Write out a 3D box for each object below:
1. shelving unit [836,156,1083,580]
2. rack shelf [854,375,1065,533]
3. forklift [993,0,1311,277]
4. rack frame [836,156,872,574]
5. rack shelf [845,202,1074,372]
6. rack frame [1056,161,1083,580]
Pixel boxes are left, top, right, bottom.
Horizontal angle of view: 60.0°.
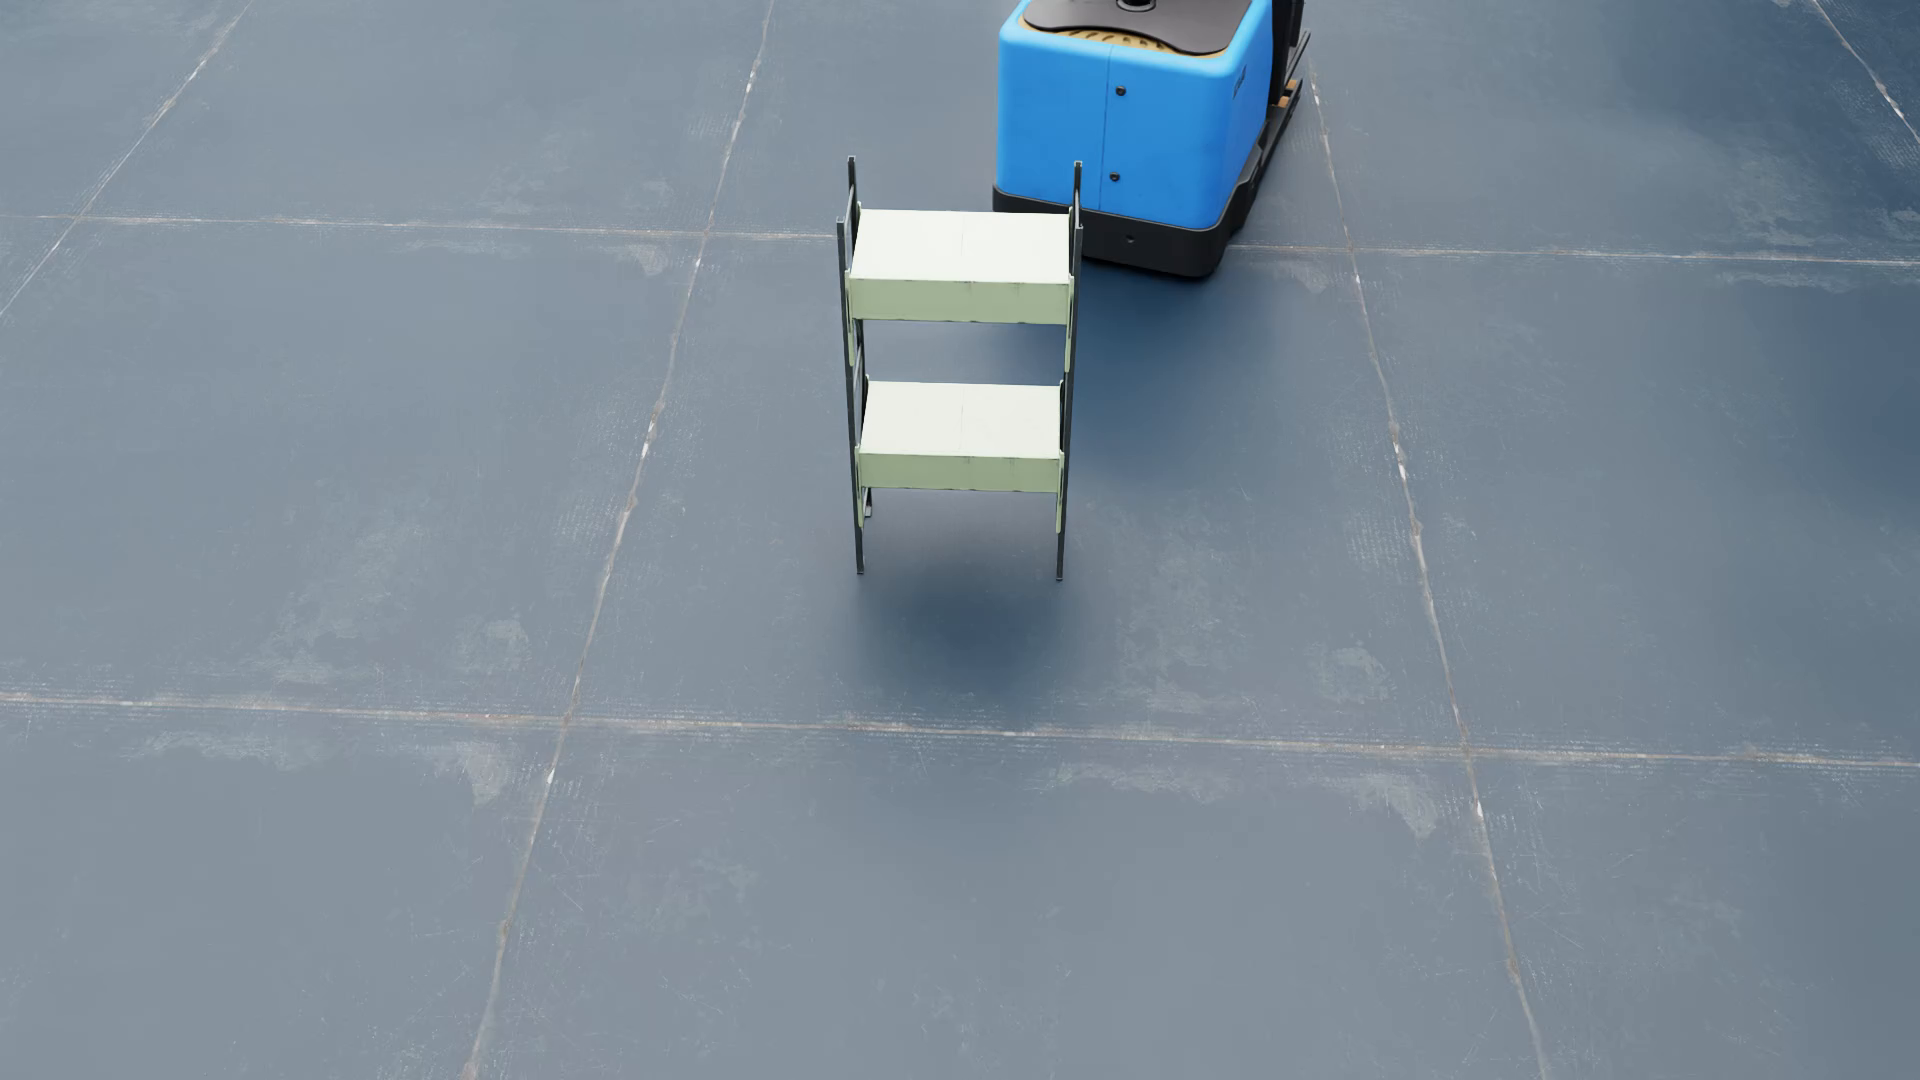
[{"bbox_3d":[0.007,-0.549,5.739,0.755,1.500,0.431,2,43,2],"label":"shelving unit"},{"bbox_3d":[0.007,-0.310,5.961,0.720,0.370,0.431,2,43,2],"label":"rack shelf"},{"bbox_3d":[1.134,-3.261,7.601,1.130,2.935,3.031,14,45,15],"label":"forklift"},{"bbox_3d":[-0.359,-0.560,5.751,0.023,1.500,0.400,2,43,2],"label":"rack frame"},{"bbox_3d":[0.007,-0.834,5.473,0.720,0.370,0.431,2,43,2],"label":"rack shelf"},{"bbox_3d":[0.372,-0.537,5.727,0.023,1.500,0.400,2,43,2],"label":"rack frame"}]
